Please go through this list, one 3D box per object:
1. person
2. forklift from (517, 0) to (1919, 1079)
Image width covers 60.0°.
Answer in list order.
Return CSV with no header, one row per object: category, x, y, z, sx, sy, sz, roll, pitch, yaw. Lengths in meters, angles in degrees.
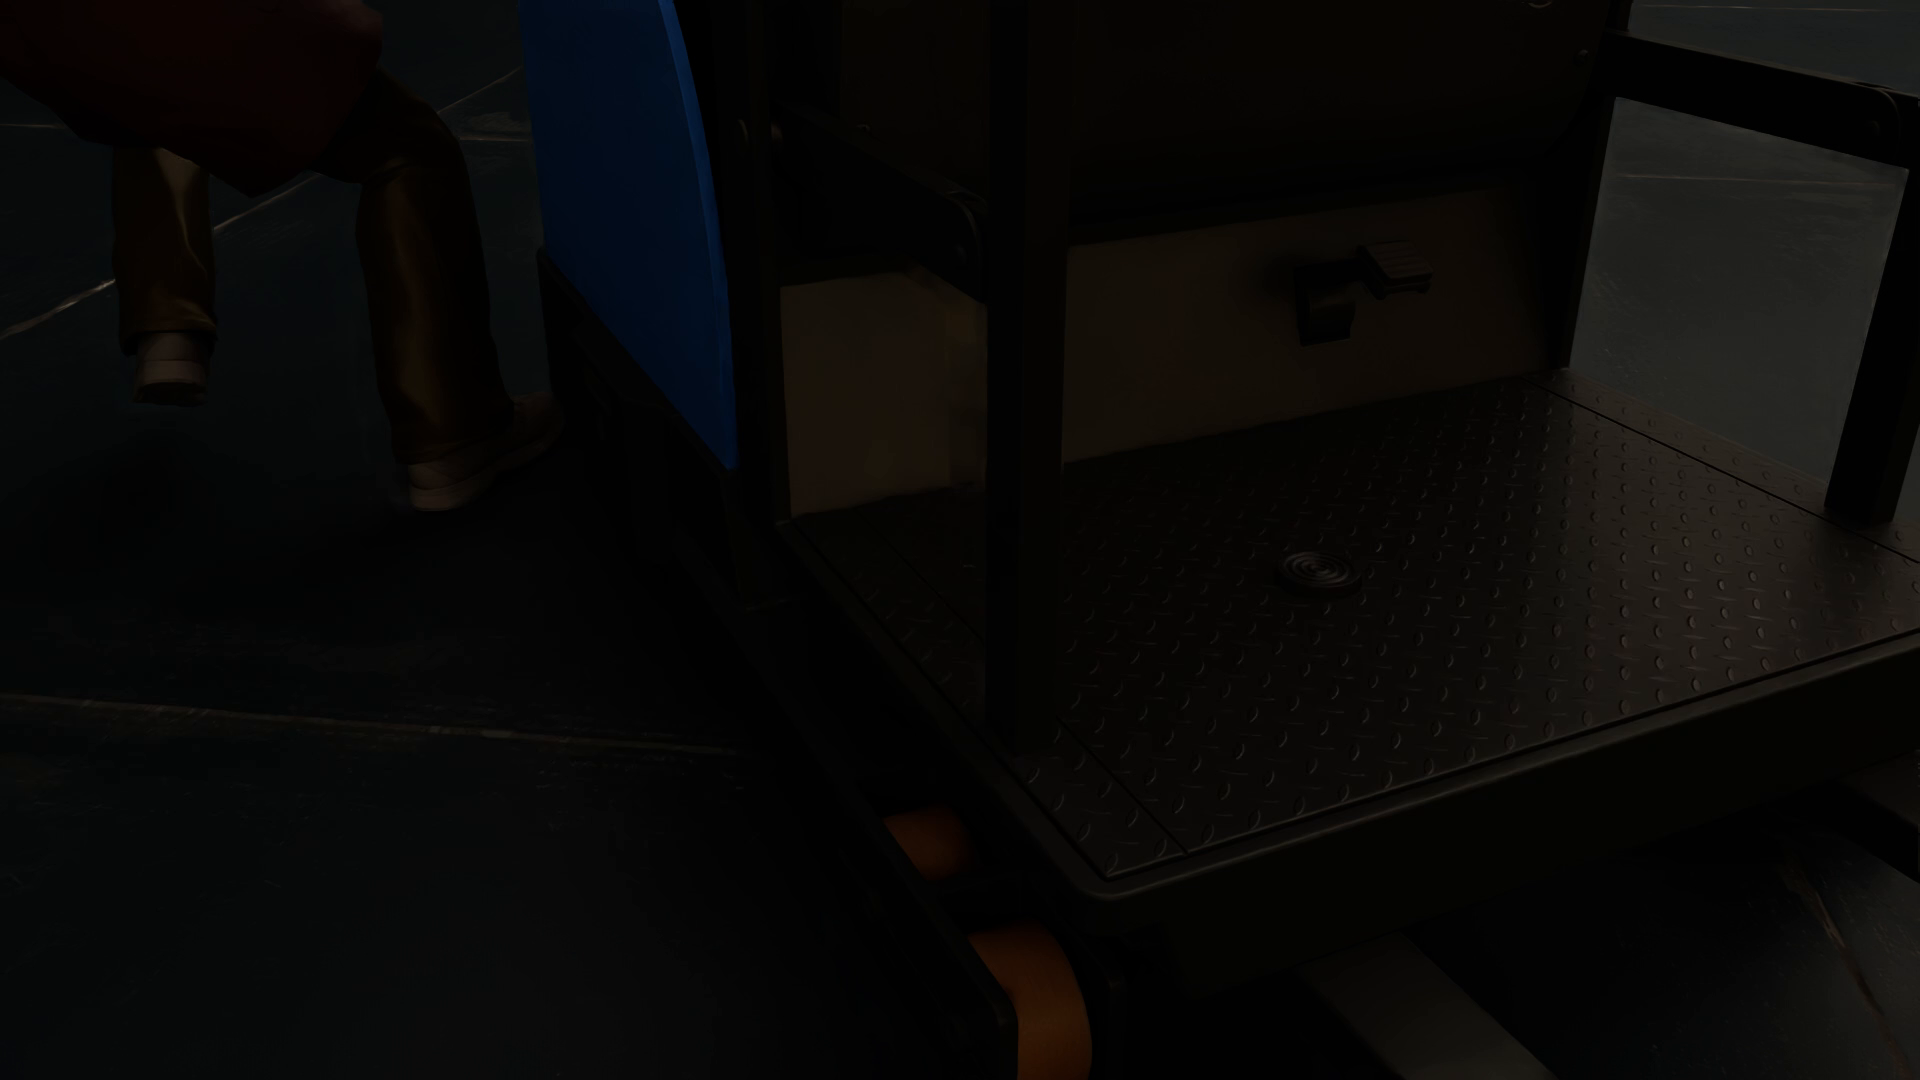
person,-1.099,-0.870,2.446,0.817,1.599,0.745,8,28,16
forklift,0.381,-1.028,1.277,1.130,2.935,3.031,-12,29,-22
